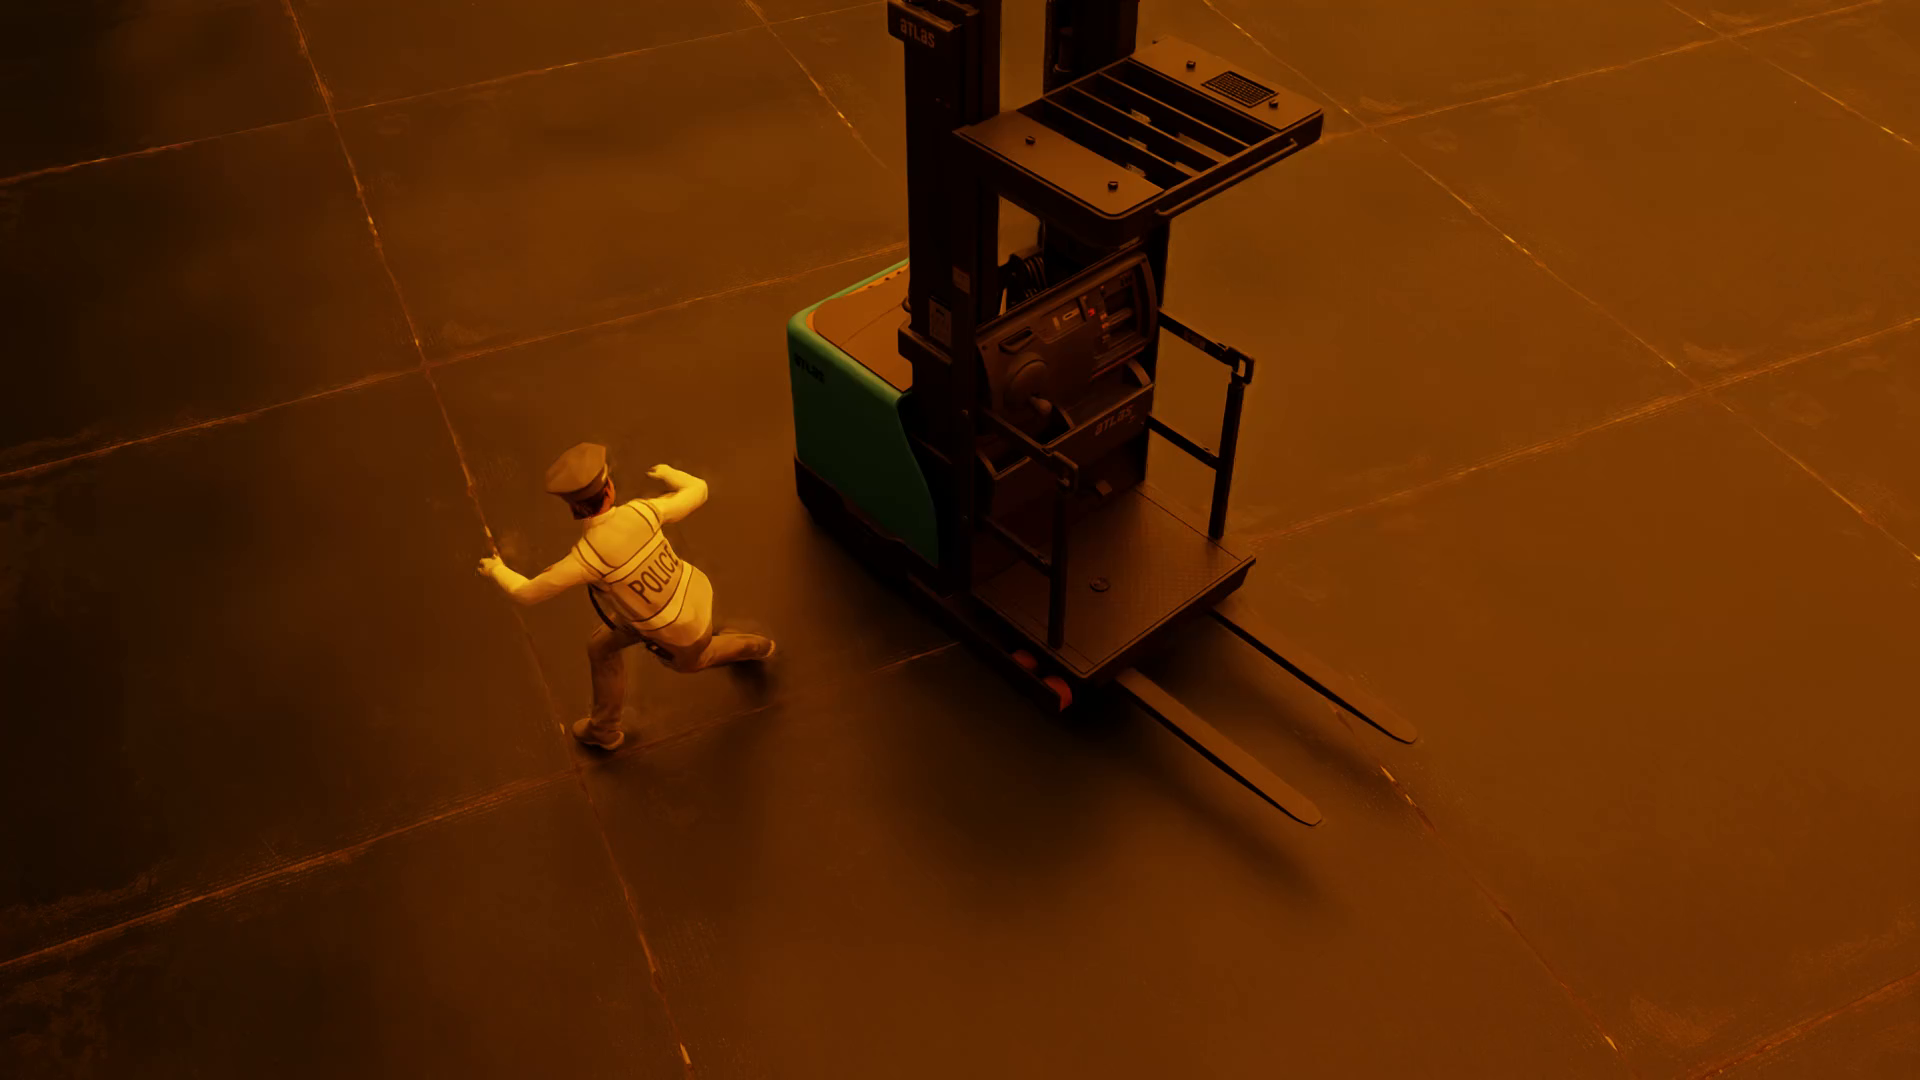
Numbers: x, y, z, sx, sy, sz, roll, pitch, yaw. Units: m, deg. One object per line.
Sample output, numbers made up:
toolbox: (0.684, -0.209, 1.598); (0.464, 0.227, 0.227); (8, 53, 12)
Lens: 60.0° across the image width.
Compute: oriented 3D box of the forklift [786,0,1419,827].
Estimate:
forklift: (0.579, -0.736, 6.469); (1.130, 2.935, 3.031); (-32, 52, -29)

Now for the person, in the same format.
person: (-1.338, 0.162, 6.626); (1.034, 1.473, 0.857); (5, 43, 5)
